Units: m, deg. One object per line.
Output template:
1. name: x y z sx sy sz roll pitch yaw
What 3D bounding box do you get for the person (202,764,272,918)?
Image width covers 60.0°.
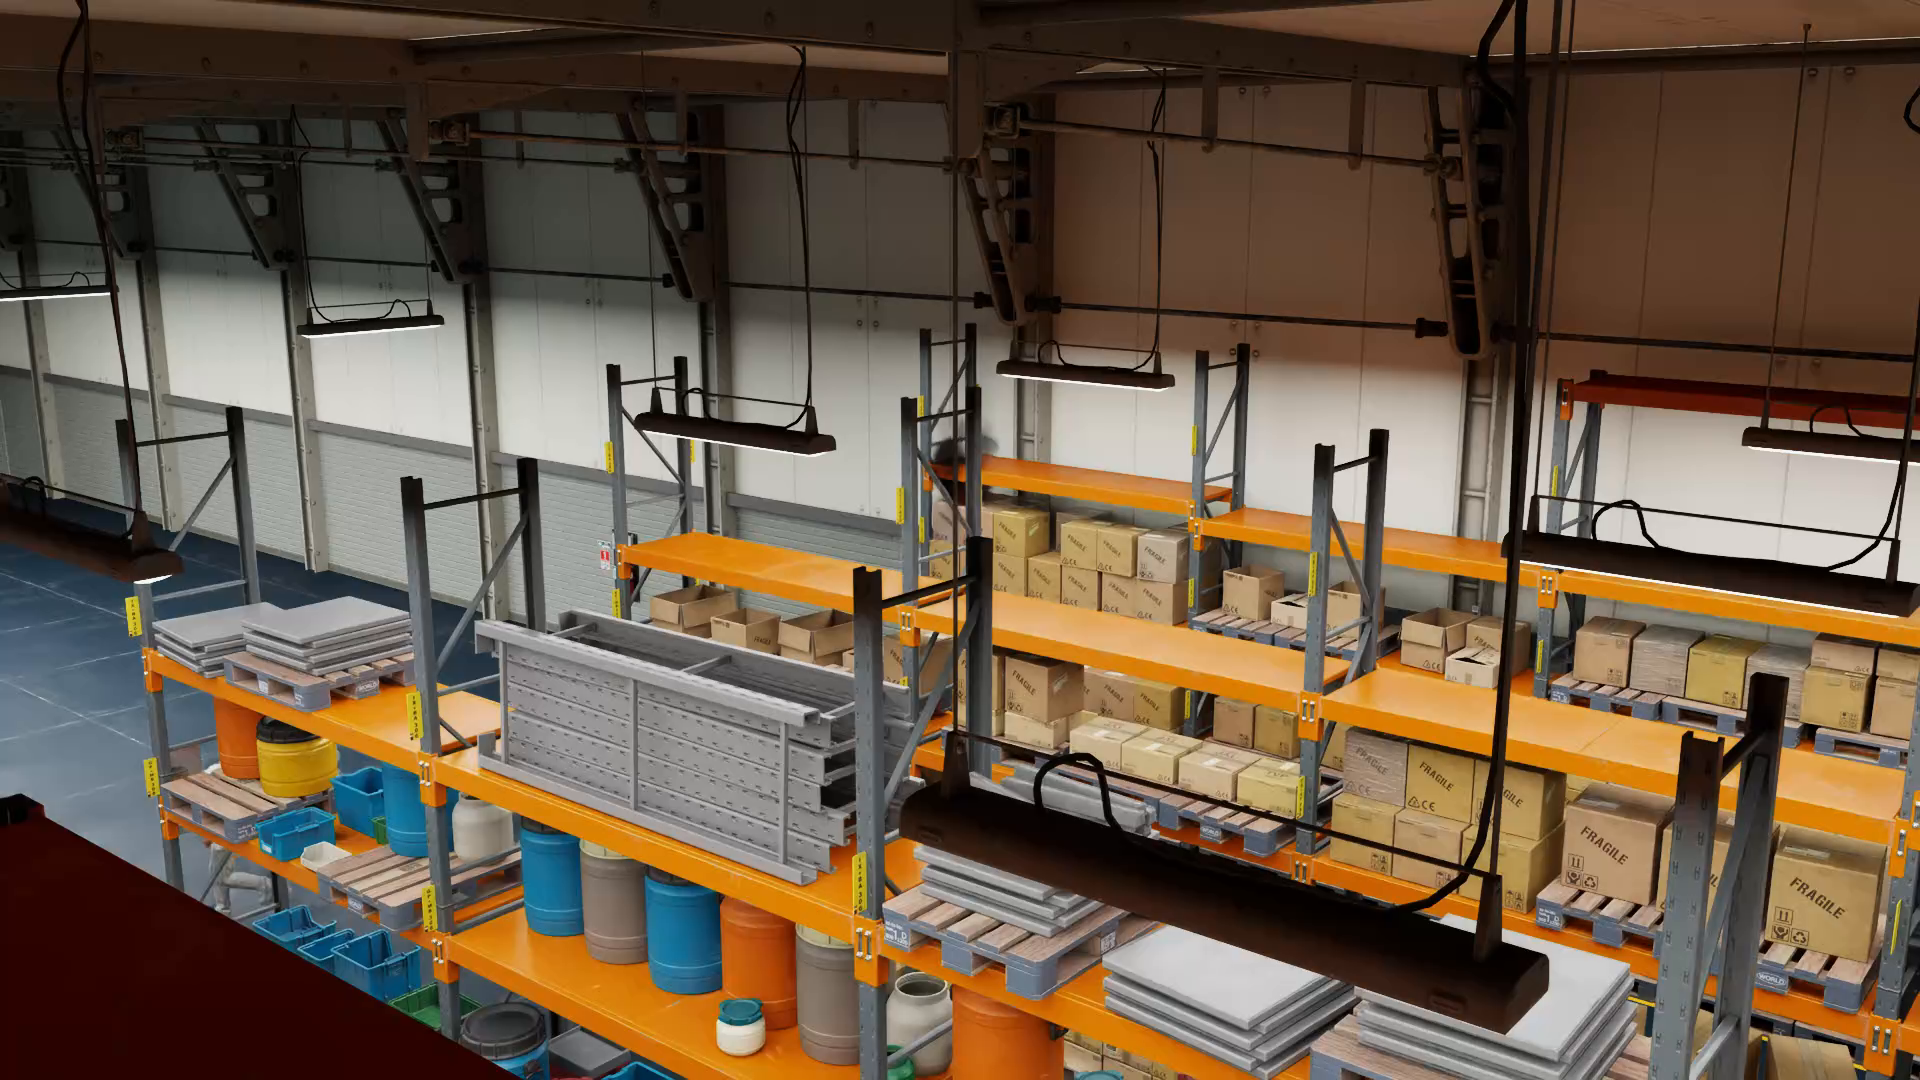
1. person: -7.827 3.246 17.877 0.806 1.756 0.692 -3 13 -15
